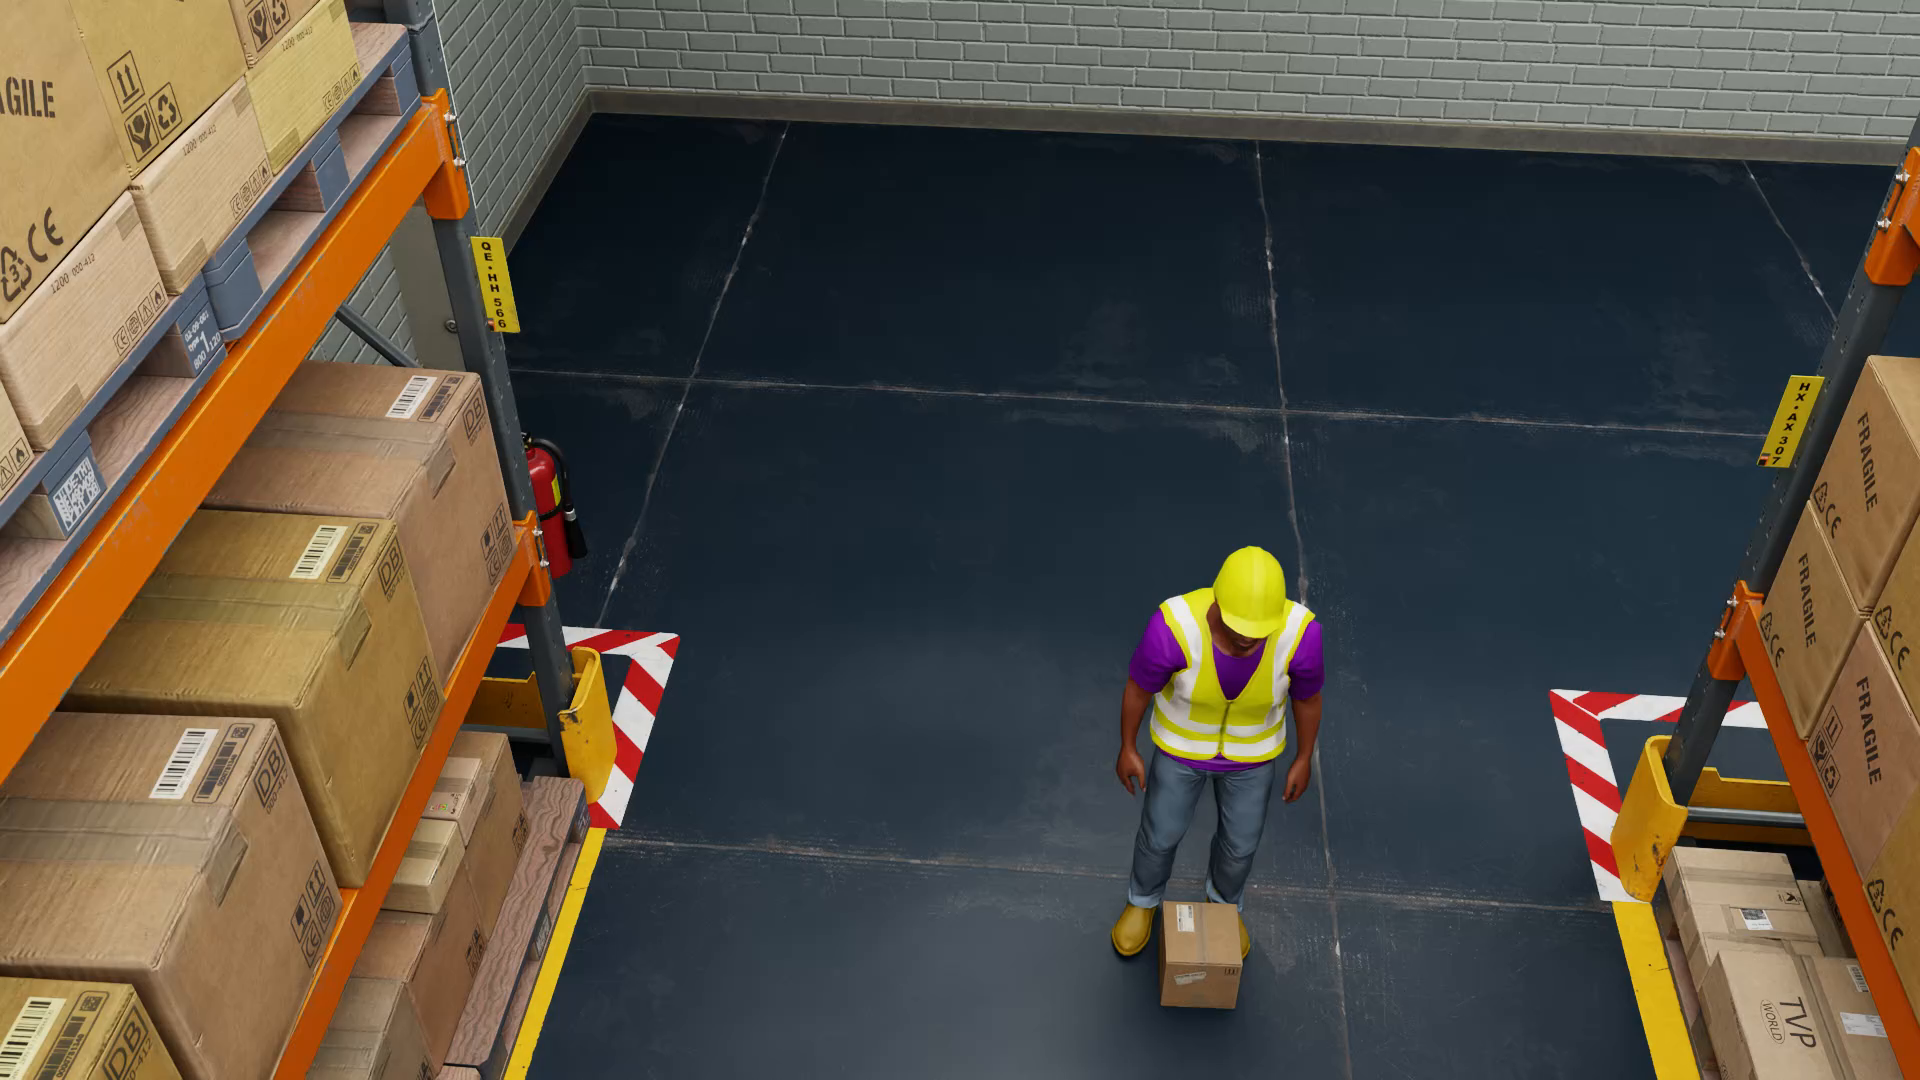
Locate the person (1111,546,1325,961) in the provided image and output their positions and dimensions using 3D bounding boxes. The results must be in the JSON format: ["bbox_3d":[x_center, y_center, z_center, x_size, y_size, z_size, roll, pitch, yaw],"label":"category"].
[{"bbox_3d":[0.819,0.685,5.320,0.631,1.760,0.463,3,40,3],"label":"person"}]
